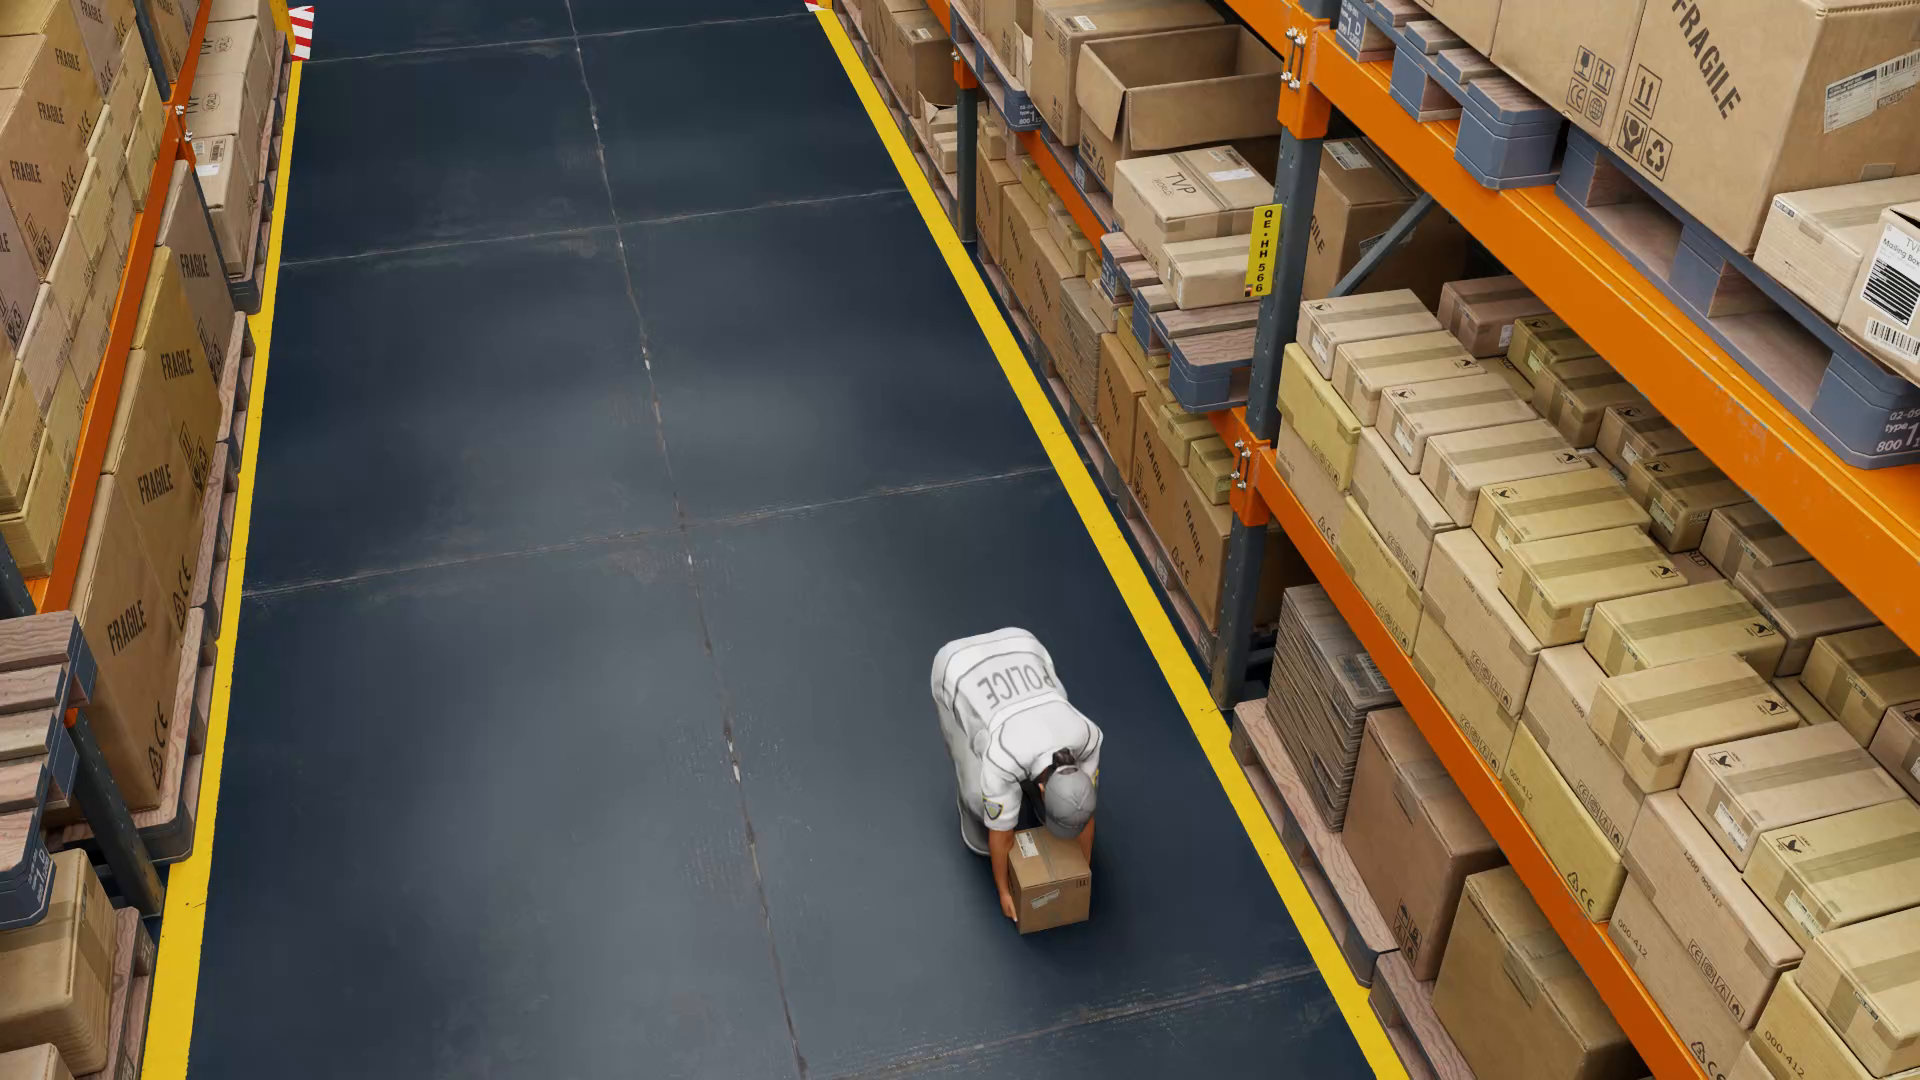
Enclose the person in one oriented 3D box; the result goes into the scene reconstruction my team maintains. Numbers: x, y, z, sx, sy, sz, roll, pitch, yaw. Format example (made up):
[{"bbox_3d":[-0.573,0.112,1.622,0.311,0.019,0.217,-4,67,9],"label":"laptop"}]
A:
[{"bbox_3d":[0.224,0.808,5.875,0.503,0.773,0.939,-12,40,-14],"label":"person"}]
